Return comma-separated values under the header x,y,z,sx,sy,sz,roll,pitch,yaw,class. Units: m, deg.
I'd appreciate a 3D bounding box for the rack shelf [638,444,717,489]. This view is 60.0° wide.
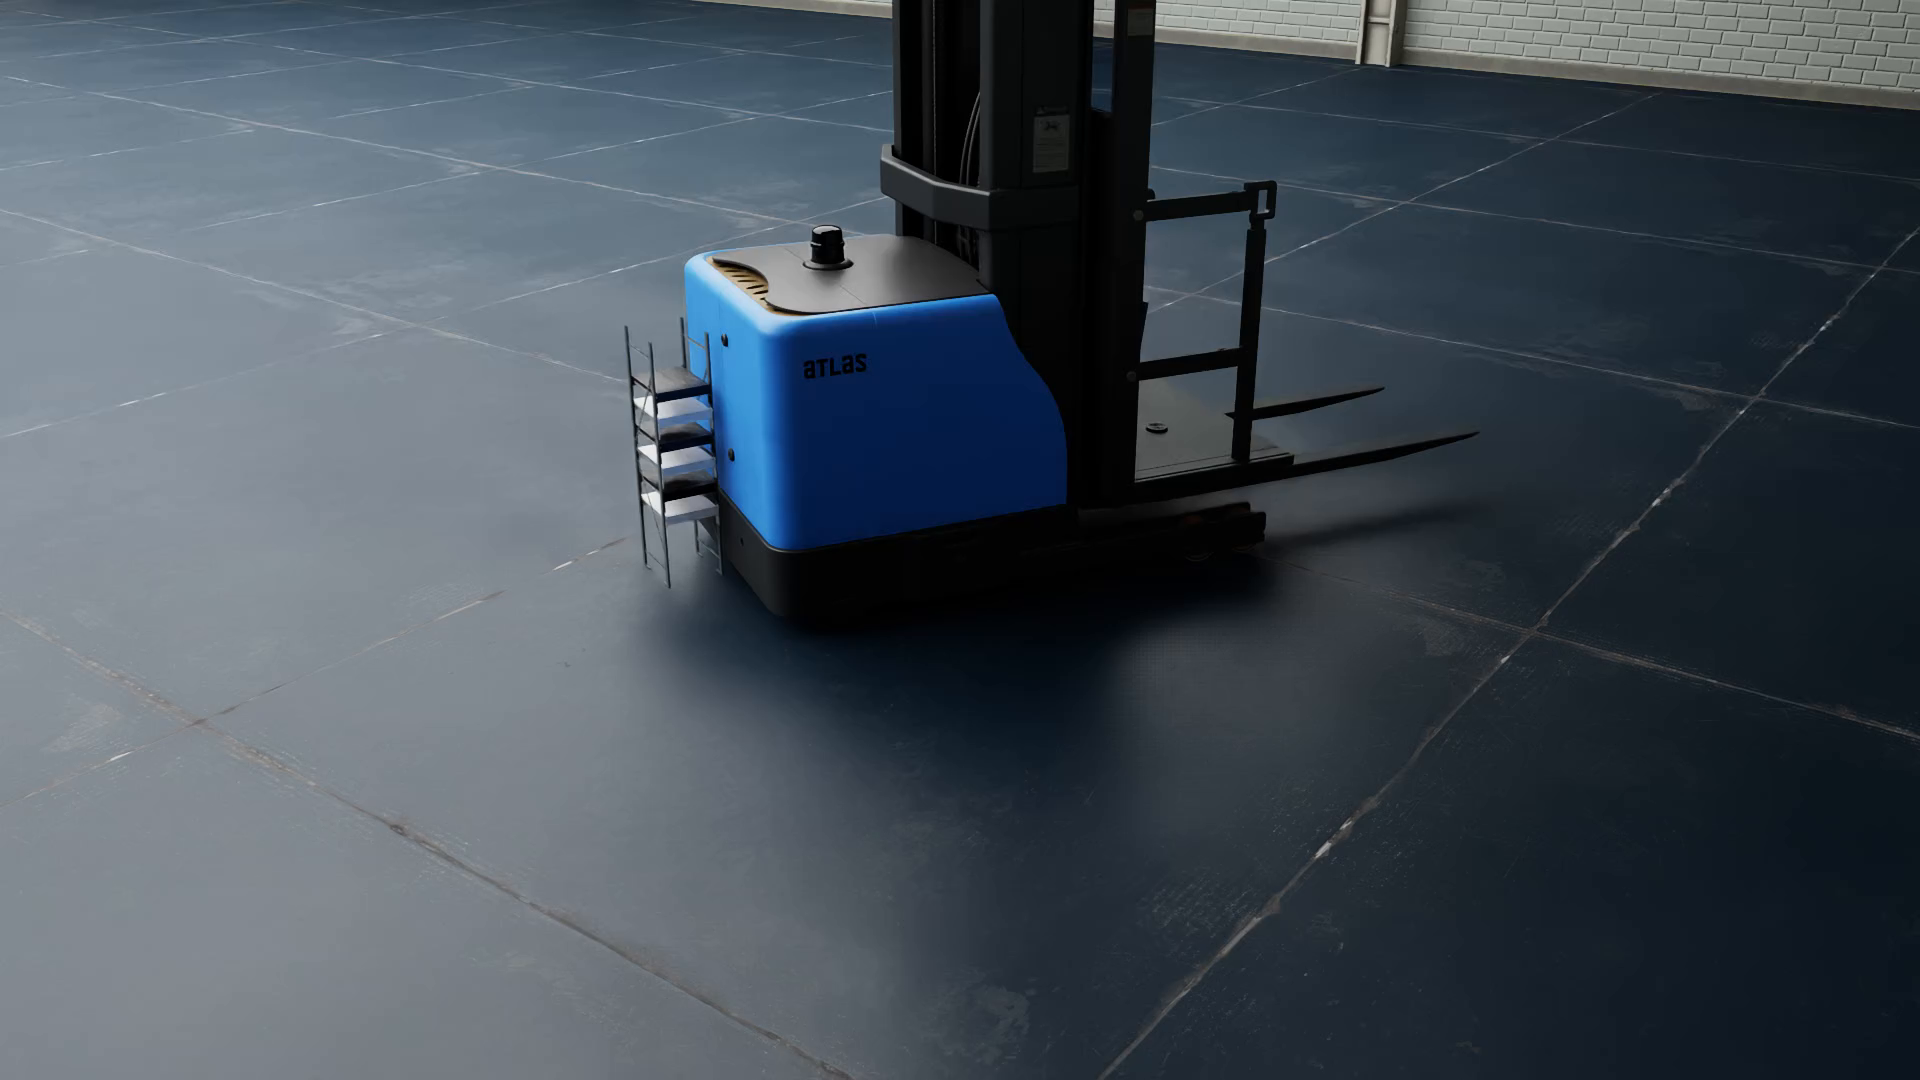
x,y,z,sx,sy,sz,roll,pitch,yaw,class
-0.999,-0.274,5.839,0.200,0.077,0.258,-14,27,-28,rack shelf

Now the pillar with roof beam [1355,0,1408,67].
x,y,z,sx,sy,sz,roll,pitch,yaw,class
1.913,-7.849,12.903,0.400,9.000,9.100,17,29,33,pillar with roof beam

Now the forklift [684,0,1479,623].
x,y,z,sx,sy,sz,roll,pitch,yaw,class
0.572,-1.445,5.894,3.031,2.935,1.130,-10,26,-22,forklift

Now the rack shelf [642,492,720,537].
x,y,z,sx,sy,sz,roll,pitch,yaw,class
-0.999,-0.109,5.911,0.200,0.077,0.258,-14,27,-28,rack shelf

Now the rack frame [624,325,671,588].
x,y,z,sx,sy,sz,roll,pitch,yaw,class
-1.086,-0.283,5.777,0.006,0.900,0.240,-14,27,-28,rack frame

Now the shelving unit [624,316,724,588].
x,y,z,sx,sy,sz,roll,pitch,yaw,class
-0.999,-0.305,5.825,0.210,0.900,0.258,-14,27,-28,shelving unit

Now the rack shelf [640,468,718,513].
x,y,z,sx,sy,sz,roll,pitch,yaw,class
-0.999,-0.192,5.875,0.200,0.077,0.258,-14,27,-28,rack shelf

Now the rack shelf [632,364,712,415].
x,y,z,sx,sy,sz,roll,pitch,yaw,class
-0.999,-0.521,5.730,0.200,0.077,0.258,-14,27,-28,rack shelf

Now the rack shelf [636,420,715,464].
x,y,z,sx,sy,sz,roll,pitch,yaw,class
-0.999,-0.356,5.802,0.200,0.077,0.258,-14,27,-28,rack shelf

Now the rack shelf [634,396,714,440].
x,y,z,sx,sy,sz,roll,pitch,yaw,class
-0.999,-0.439,5.766,0.200,0.077,0.258,-14,27,-28,rack shelf

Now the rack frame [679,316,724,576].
x,y,z,sx,sy,sz,roll,pitch,yaw,class
-0.912,-0.326,5.874,0.006,0.900,0.240,-14,27,-28,rack frame
